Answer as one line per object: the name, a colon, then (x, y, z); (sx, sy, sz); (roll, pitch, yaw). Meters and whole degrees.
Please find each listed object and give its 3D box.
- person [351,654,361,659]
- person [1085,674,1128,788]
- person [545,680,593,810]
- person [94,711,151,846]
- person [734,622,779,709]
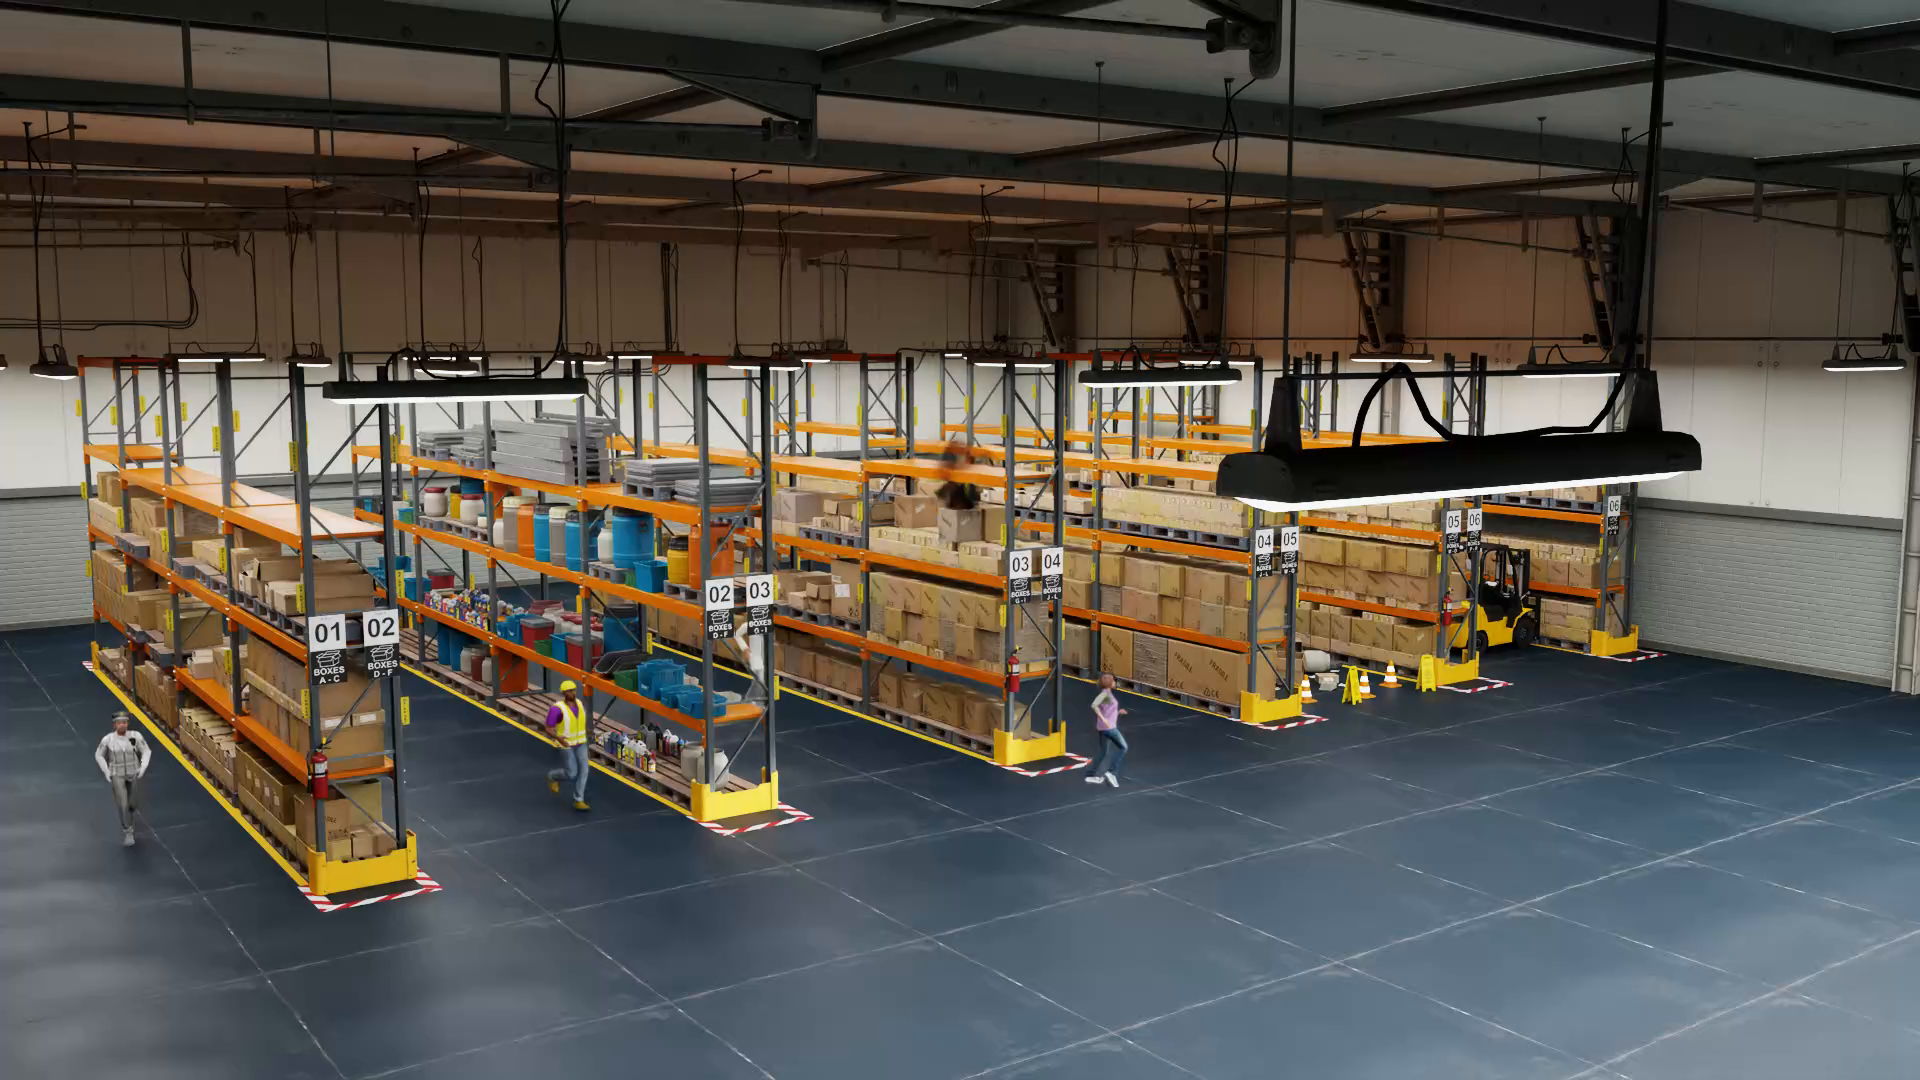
person: (-10.463, 1.975, 28.394); (0.698, 1.770, 1.065); (-6, 9, -41)
person: (2.064, 2.697, 23.652); (0.615, 1.592, 0.535); (-1, 7, -4)
person: (-5.268, 2.756, 22.483); (0.801, 1.739, 0.685); (6, 9, 41)
person: (-10.584, 2.971, 21.062); (0.636, 1.683, 0.726); (-5, 8, -33)
person: (-3.404, 2.047, 28.188); (0.857, 1.849, 0.684); (7, 10, 44)
